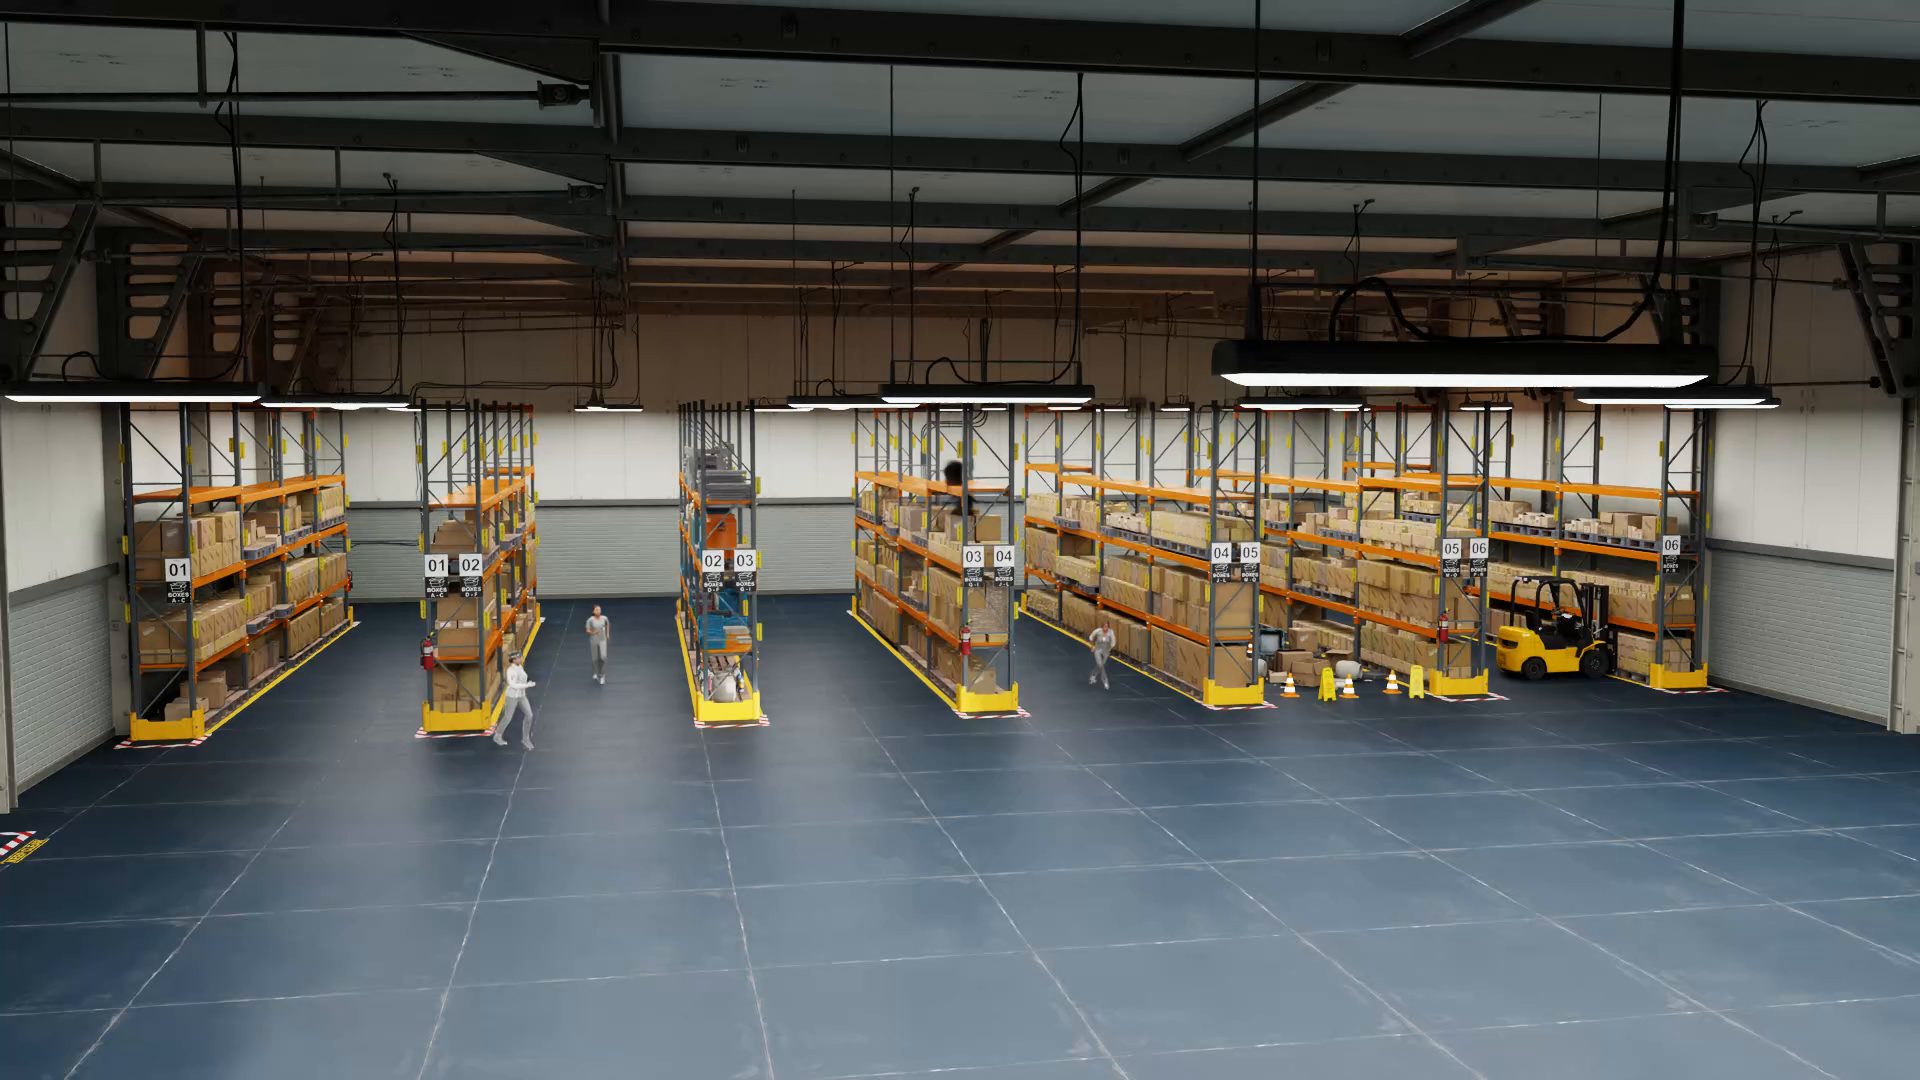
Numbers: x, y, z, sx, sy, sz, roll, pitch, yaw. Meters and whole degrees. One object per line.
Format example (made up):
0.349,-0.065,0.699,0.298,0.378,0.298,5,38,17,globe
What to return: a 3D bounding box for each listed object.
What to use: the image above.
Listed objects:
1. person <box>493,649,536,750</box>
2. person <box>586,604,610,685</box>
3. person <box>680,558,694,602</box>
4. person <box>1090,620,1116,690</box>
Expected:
-7.616,2.732,28.453,0.832,1.746,0.559,2,5,19,person
-7.711,2.218,35.431,0.510,1.713,0.818,-1,4,-17,person
-7.672,1.136,48.498,1.008,1.767,0.709,2,5,20,person
2.972,2.379,34.974,0.532,1.478,0.935,-1,4,-9,person
